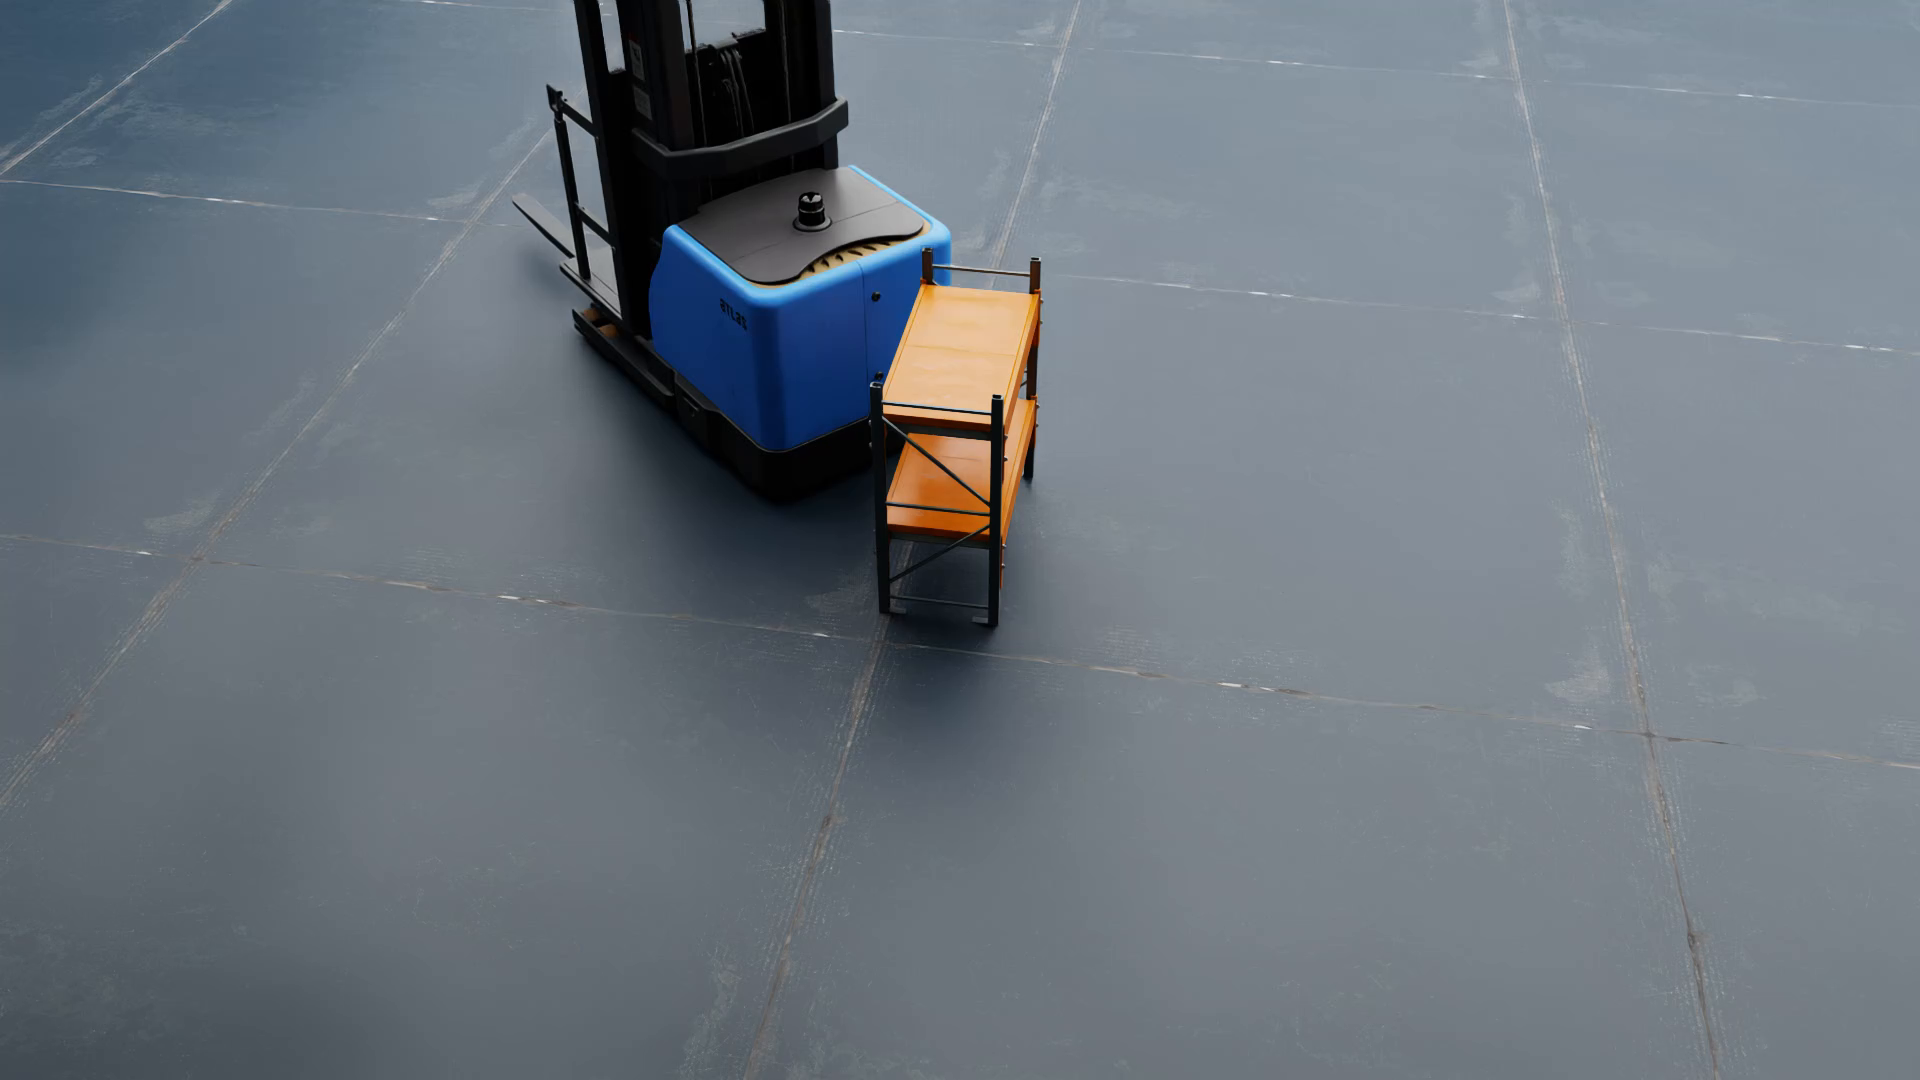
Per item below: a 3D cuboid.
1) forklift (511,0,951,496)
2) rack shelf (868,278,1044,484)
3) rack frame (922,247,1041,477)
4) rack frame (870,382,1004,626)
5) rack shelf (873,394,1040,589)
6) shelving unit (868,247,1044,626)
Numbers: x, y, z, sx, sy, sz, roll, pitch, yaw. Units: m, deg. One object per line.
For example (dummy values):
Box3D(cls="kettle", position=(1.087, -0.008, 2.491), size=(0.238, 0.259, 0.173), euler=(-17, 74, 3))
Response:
Box3D(cls="forklift", position=(-1.308, -2.215, 7.629), size=(1.130, 2.935, 3.031), euler=(-26, 46, -28))
Box3D(cls="rack shelf", position=(0.001, -0.663, 6.710), size=(0.538, 0.278, 1.000), euler=(6, 40, 8))
Box3D(cls="rack frame", position=(0.089, -0.757, 7.283), size=(0.500, 1.125, 0.032), euler=(6, 40, 8))
Box3D(cls="rack frame", position=(-0.087, -0.119, 6.511), size=(0.500, 1.125, 0.032), euler=(6, 40, 8))
Box3D(cls="rack shelf", position=(0.001, -0.249, 7.053), size=(0.538, 0.278, 1.000), euler=(6, 40, 8))
Box3D(cls="shelving unit", position=(0.001, -0.438, 6.897), size=(0.538, 1.125, 1.048), euler=(6, 40, 8))
